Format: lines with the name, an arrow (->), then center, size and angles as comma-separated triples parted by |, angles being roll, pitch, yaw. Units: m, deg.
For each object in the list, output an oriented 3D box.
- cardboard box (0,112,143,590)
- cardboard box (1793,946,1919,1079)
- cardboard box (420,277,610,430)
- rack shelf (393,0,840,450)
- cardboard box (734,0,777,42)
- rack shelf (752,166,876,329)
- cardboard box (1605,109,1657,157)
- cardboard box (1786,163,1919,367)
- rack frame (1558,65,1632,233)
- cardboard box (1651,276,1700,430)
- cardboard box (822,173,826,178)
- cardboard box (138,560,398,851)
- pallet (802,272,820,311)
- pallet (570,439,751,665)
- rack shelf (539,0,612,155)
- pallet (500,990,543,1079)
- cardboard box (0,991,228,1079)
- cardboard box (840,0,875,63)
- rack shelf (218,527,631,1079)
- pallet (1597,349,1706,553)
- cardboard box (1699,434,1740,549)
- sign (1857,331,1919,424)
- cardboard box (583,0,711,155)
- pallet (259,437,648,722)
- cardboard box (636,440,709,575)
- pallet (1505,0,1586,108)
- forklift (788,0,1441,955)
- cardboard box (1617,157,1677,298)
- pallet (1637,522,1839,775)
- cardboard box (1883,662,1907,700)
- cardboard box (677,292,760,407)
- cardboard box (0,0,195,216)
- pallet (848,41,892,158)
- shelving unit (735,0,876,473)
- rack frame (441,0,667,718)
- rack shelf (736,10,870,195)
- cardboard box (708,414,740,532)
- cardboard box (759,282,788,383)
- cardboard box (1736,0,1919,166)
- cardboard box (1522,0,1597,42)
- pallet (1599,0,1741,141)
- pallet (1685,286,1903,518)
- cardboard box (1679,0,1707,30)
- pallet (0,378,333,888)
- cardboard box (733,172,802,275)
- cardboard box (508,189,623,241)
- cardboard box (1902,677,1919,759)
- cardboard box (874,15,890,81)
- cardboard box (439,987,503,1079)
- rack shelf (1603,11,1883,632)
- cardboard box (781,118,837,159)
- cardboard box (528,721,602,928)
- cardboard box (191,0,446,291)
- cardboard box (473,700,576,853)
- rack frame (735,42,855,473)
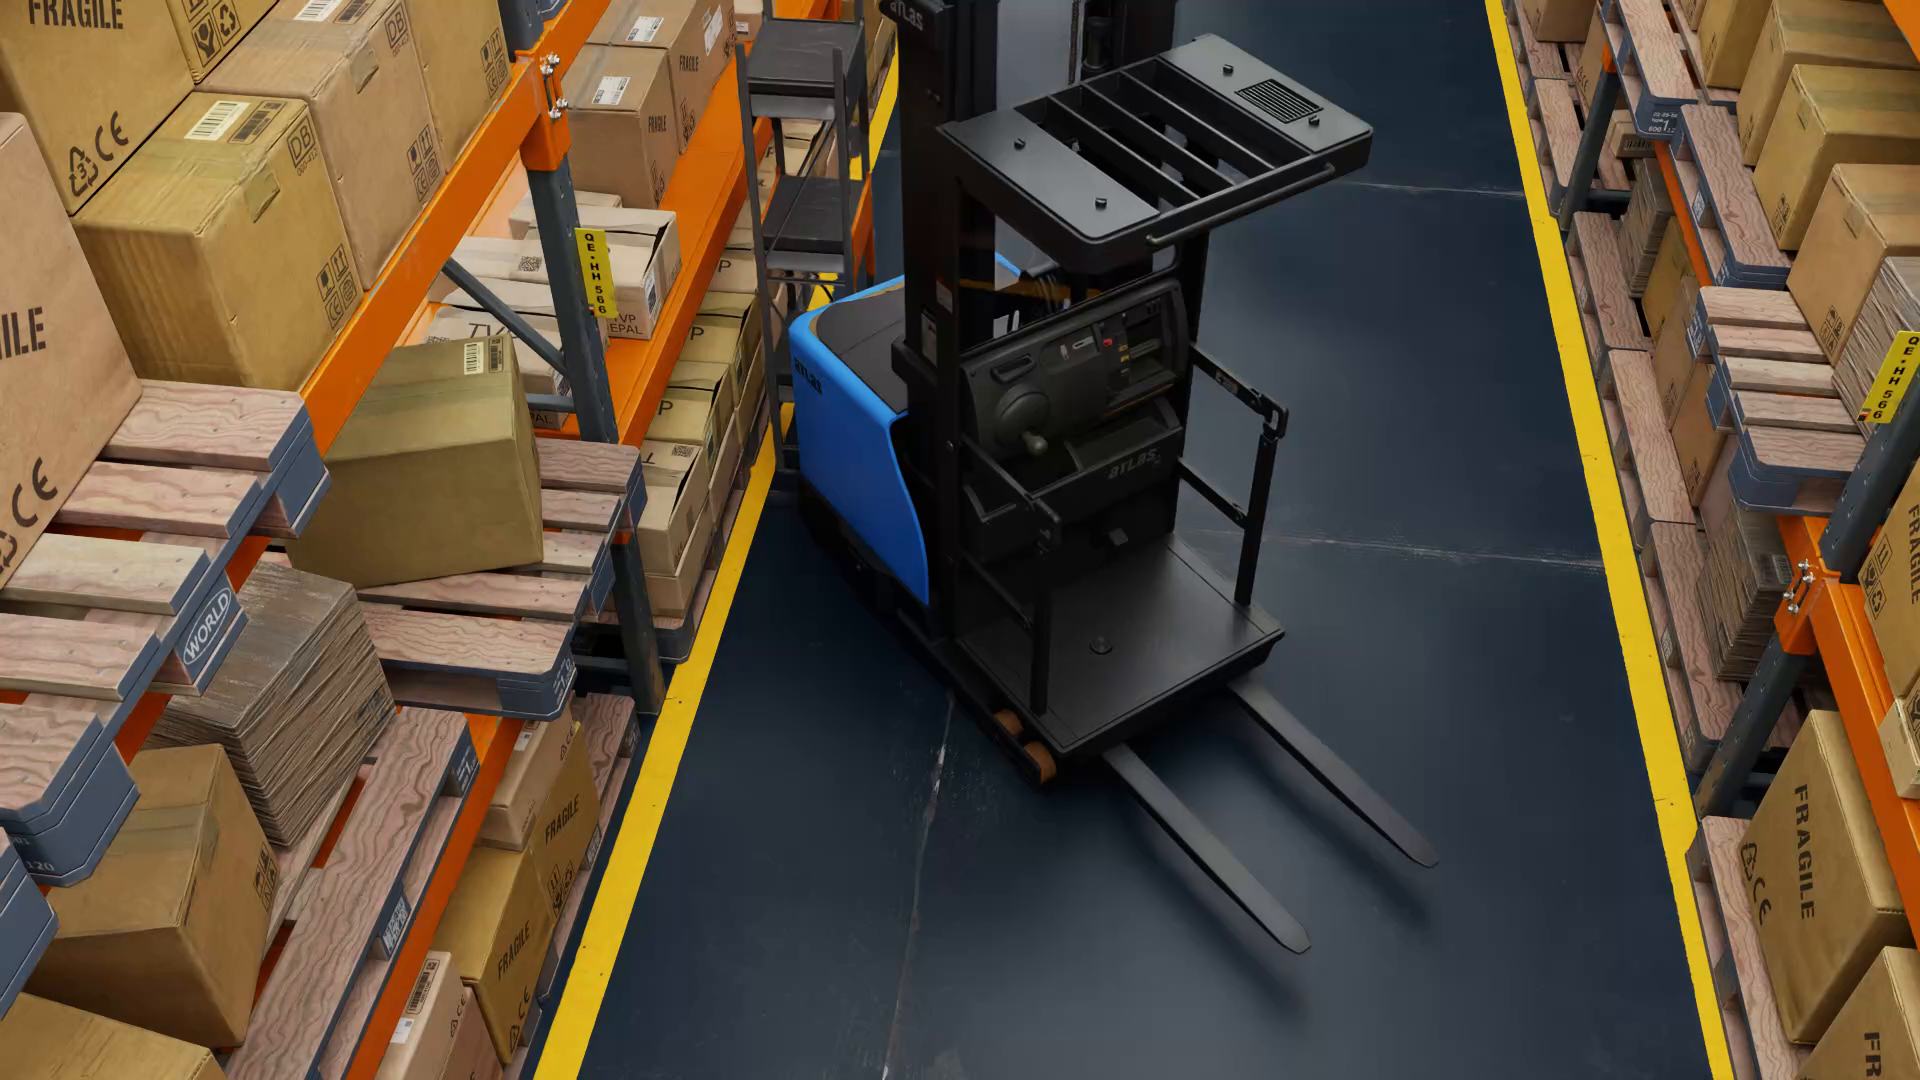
cardboard box -> -1.888, -0.314, 2.790 | 0.600, 0.600, 0.600 | 4, 44, 4
cardboard box -> 2.889, 1.682, 4.573 | 0.750, 0.750, 0.750 | 5, 44, 5
cardboard box -> -1.581, -0.691, 5.886 | 0.500, 0.311, 0.500 | 8, 44, 8
rack shelf -> -1.408, -1.582, 7.284 | 1.077, 0.370, 4.000 | 5, 44, 6
cardboard box -> -1.078, -2.541, 7.872 | 0.396, 0.266, 0.258 | 4, 44, 4
rack shelf -> -0.608, -1.221, 7.055 | 0.431, 0.518, 0.480 | 5, 44, 5
cardboard box -> 3.808, -2.256, 9.214 | 0.380, 0.166, 0.250 | 0, 43, 0
cardboard box -> 3.338, -0.933, 5.683 | 0.700, 0.500, 0.500 | 1, 43, 2
rack frame -> 3.767, -2.758, 8.003 | 1.000, 3.000, 0.127 | 5, 44, 6
cardboard box -> 3.560, -0.806, 7.440 | 0.700, 0.500, 0.500 | 6, 44, 6
cardboard box -> -0.980, -1.706, 8.587 | 0.500, 0.250, 0.500 | 5, 44, 5
cardboard box -> -1.954, 0.377, 4.314 | 0.700, 0.500, 0.500 | 13, 45, 13
pallet -> -1.202, -1.688, 8.901 | 1.003, 0.211, 1.213 | 5, 44, 6
pallet -> -1.525, -0.025, 7.145 | 1.003, 0.211, 1.213 | 5, 44, 6
rack shelf -> -1.408, -2.671, 6.253 | 1.077, 0.370, 4.000 | 5, 44, 6
pallet -> -1.972, 1.867, 5.147 | 1.003, 0.211, 1.213 | 5, 44, 6
cardboard box -> -1.889, 1.281, 3.360 | 0.700, 0.500, 0.500 | 12, 45, 12
cardboard box -> -0.772, -2.920, 9.323 | 0.500, 0.500, 0.500 | 5, 44, 6
rack shelf -> -1.937, 1.144, 4.405 | 1.077, 0.370, 4.000 | 5, 44, 6
pallet -> 3.507, -0.381, 7.521 | 1.003, 0.211, 1.213 | 5, 44, 6
cardboard box -> 3.465, -0.120, 6.715 | 0.700, 0.500, 0.500 | 5, 44, 5
sign -> 2.699, -0.467, 4.799 | 0.100, 0.325, 0.005 | 5, 44, 6
cardboard box -> -1.397, -2.020, 7.151 | 0.500, 0.500, 0.500 | 5, 44, 6
pallet -> -1.692, 0.058, 5.169 | 1.213, 0.211, 1.003 | 5, 44, 6
cardboard box -> -1.312, -0.168, 6.554 | 0.500, 0.311, 0.500 | 7, 44, 7
pallet -> 3.980, -3.040, 10.330 | 1.003, 0.211, 1.213 | 5, 44, 6
forklift -> 0.542, -0.519, 5.689 | 1.130, 2.935, 3.031 | -25, 49, -24
cardboard box -> 3.686, -1.507, 8.180 | 0.700, 0.500, 0.500 | 7, 44, 7
pallet -> 3.343, 0.448, 6.645 | 1.003, 0.211, 1.213 | 5, 44, 6
cardboard box -> 2.923, 0.426, 4.809 | 0.380, 0.149, 0.250 | 6, 44, 6
cardboard box -> -1.181, -0.874, 7.300 | 0.500, 0.311, 0.500 | 4, 44, 4
cardboard box -> -1.871, -0.977, 3.140 | 0.500, 0.500, 0.500 | 5, 44, 6
pallet -> -0.997, -2.732, 10.003 | 1.003, 0.211, 1.213 | 5, 44, 6
shelving unit -> -0.608, -1.231, 7.045 | 0.431, 2.100, 0.503 | 5, 44, 5
rack frame -> -1.672, -0.480, 5.597 | 1.000, 3.000, 0.127 | 5, 44, 6
rack shelf -> -0.608, -1.730, 6.573 | 0.431, 0.518, 0.480 | 5, 44, 5
cardboard box -> -1.246, -0.307, 7.109 | 0.500, 0.250, 0.500 | 4, 44, 4
cardboard box -> -1.115, -1.011, 7.853 | 0.500, 0.250, 0.500 | 6, 44, 6
cardboard box -> 3.529, -1.779, 6.576 | 0.700, 0.500, 0.500 | 11, 45, 11
cardboard box -> 3.893, -3.389, 10.168 | 0.700, 0.500, 0.500 | 3, 44, 3
pallet -> 3.522, -2.181, 7.533 | 1.003, 0.211, 1.213 | 5, 44, 6
pallet -> 3.227, -0.458, 5.714 | 1.213, 0.211, 1.003 | 5, 44, 6
cardboard box -> 3.666, -2.610, 7.455 | 0.700, 0.500, 0.500 | 5, 44, 6
pallet -> -1.911, 0.080, 2.961 | 1.213, 0.211, 1.003 | 5, 44, 6
cardboard box -> -1.044, -1.566, 8.031 | 0.500, 0.311, 0.500 | 5, 44, 5
cardboard box -> -1.560, -1.263, 6.607 | 0.380, 0.149, 0.250 | 8, 44, 9
cardboard box -> 2.842, 0.480, 4.280 | 0.500, 0.500, 0.500 | 7, 44, 7
cardboard box -> -0.710, -2.989, 9.941 | 0.500, 0.250, 0.500 | 5, 44, 6
cardboard box -> -1.695, 1.638, 4.859 | 0.500, 0.500, 0.500 | 4, 44, 4
rack shelf -> 3.503, -1.134, 6.811 | 1.077, 0.370, 4.000 | 5, 44, 6
cardboard box -> -0.913, -2.262, 8.766 | 0.500, 0.311, 0.500 | 5, 44, 6
cardboard box -> -1.563, 0.927, 5.610 | 0.500, 0.500, 0.500 | 7, 44, 7
cardboard box -> -1.764, -0.957, 3.847 | 0.910, 0.500, 0.500 | 5, 44, 6
cardboard box -> -1.567, 0.693, 5.311 | 0.500, 0.250, 0.500 | 7, 44, 7
rack frame -> -0.636, -1.065, 6.869 | 0.400, 2.100, 0.015 | 5, 44, 5
